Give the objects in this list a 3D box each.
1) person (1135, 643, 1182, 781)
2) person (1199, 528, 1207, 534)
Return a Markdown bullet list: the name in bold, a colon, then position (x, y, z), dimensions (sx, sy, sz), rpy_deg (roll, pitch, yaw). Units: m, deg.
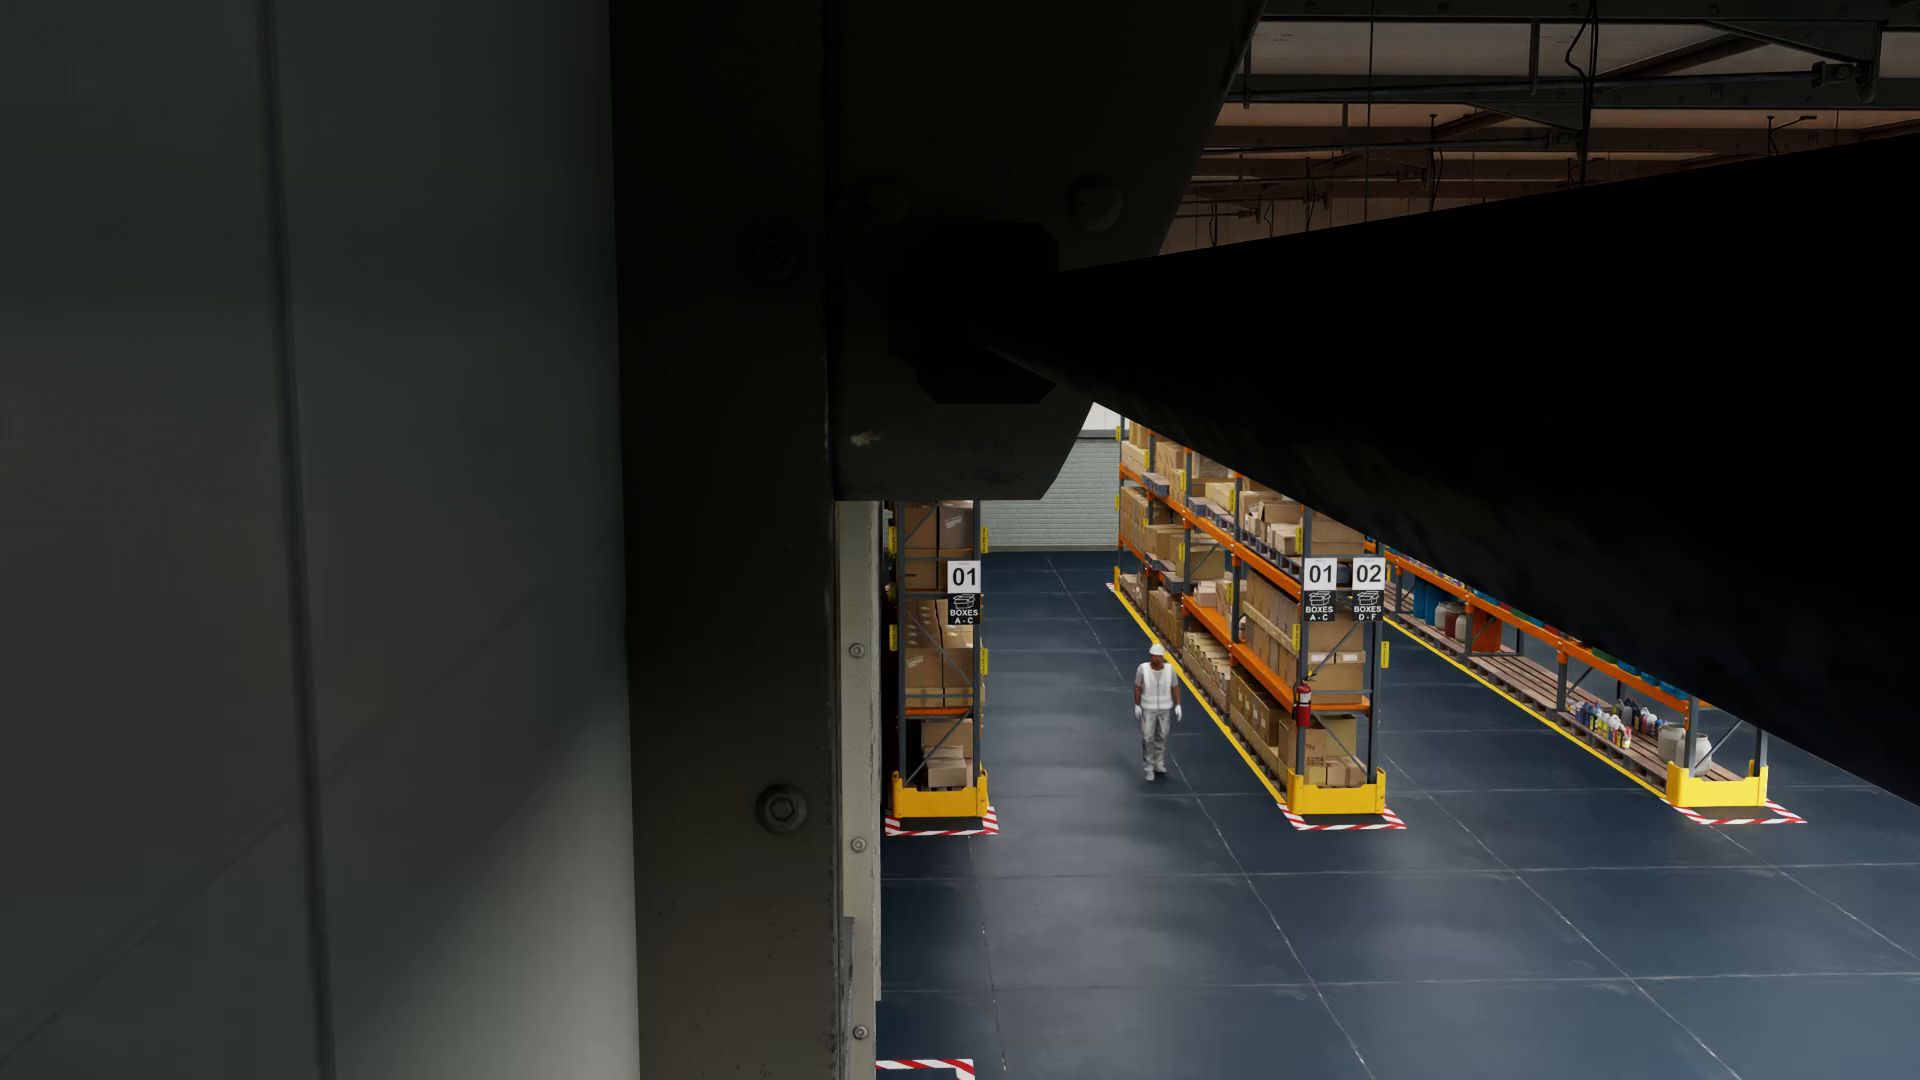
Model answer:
- **person**: position (2.644, 2.291, 22.194), dimensions (0.603, 1.845, 0.526), rpy_deg (0, 8, -2)
- **person**: position (5.432, 0.145, 36.874), dimensions (0.582, 1.729, 1.041), rpy_deg (-6, 10, -35)
